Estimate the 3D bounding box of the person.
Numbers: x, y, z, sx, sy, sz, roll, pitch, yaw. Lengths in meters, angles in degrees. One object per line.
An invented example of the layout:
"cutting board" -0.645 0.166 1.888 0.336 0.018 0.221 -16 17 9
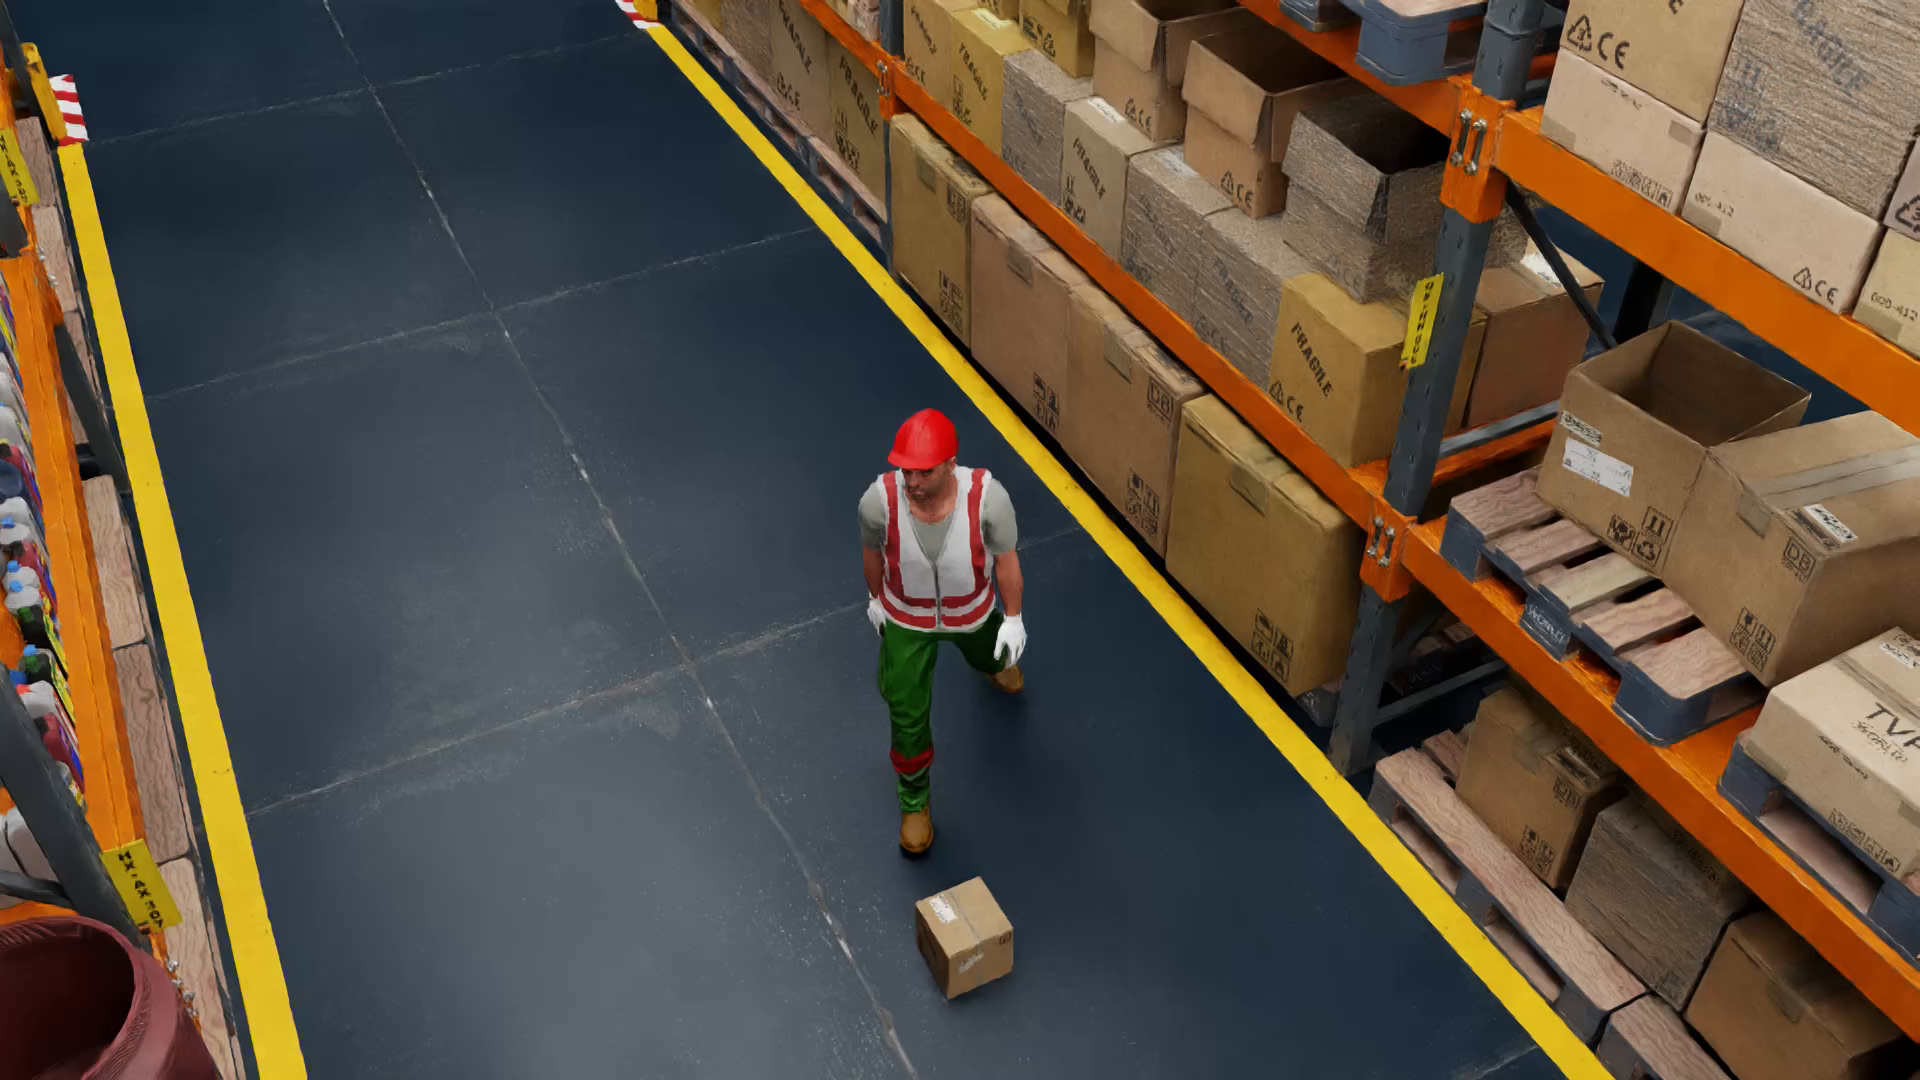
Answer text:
"person" -0.027 0.200 5.924 0.643 1.767 0.974 -4 41 -5
